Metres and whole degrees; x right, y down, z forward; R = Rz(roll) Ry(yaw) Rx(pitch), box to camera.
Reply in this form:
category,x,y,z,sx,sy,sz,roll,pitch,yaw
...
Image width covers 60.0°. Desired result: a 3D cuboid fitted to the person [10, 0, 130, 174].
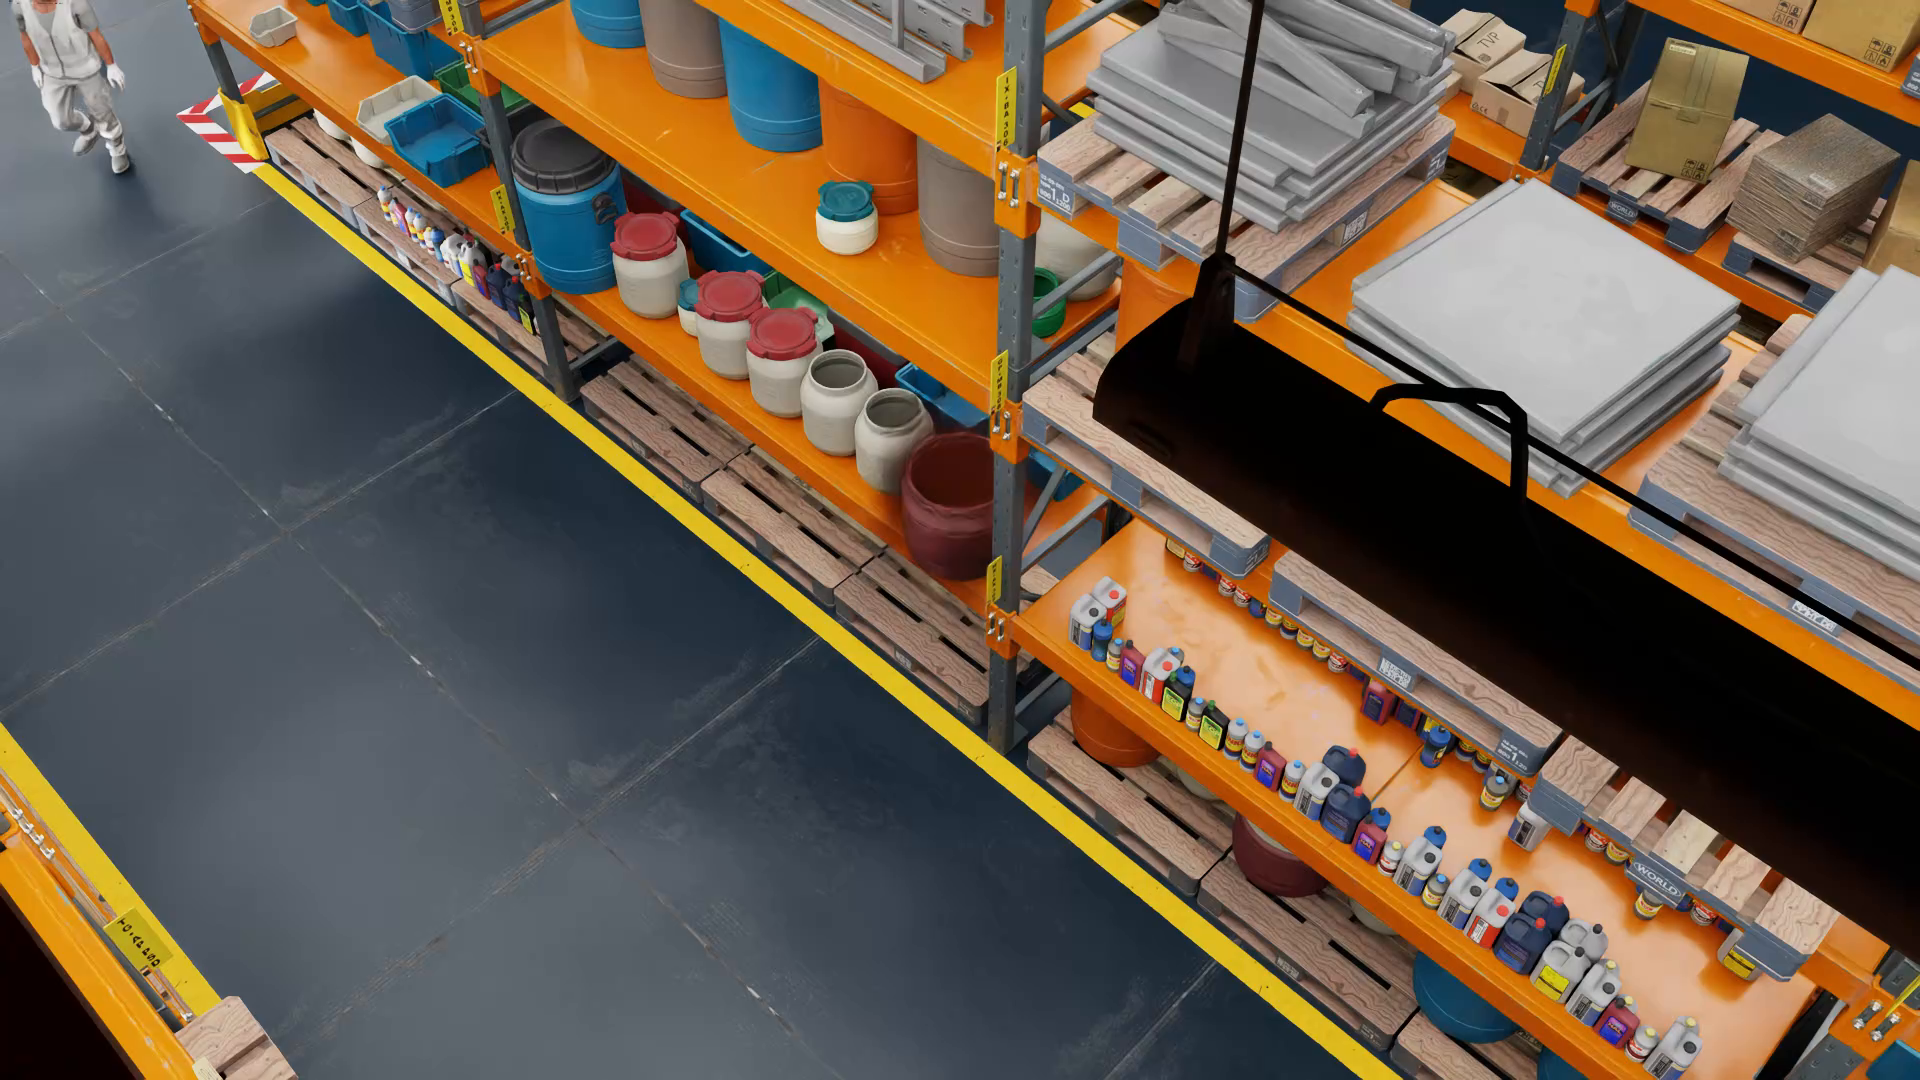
category,x,y,z,sx,sy,sz,roll,pitch,yaw
person,-6.466,-3.467,12.133,0.688,1.770,0.479,-3,50,-2
